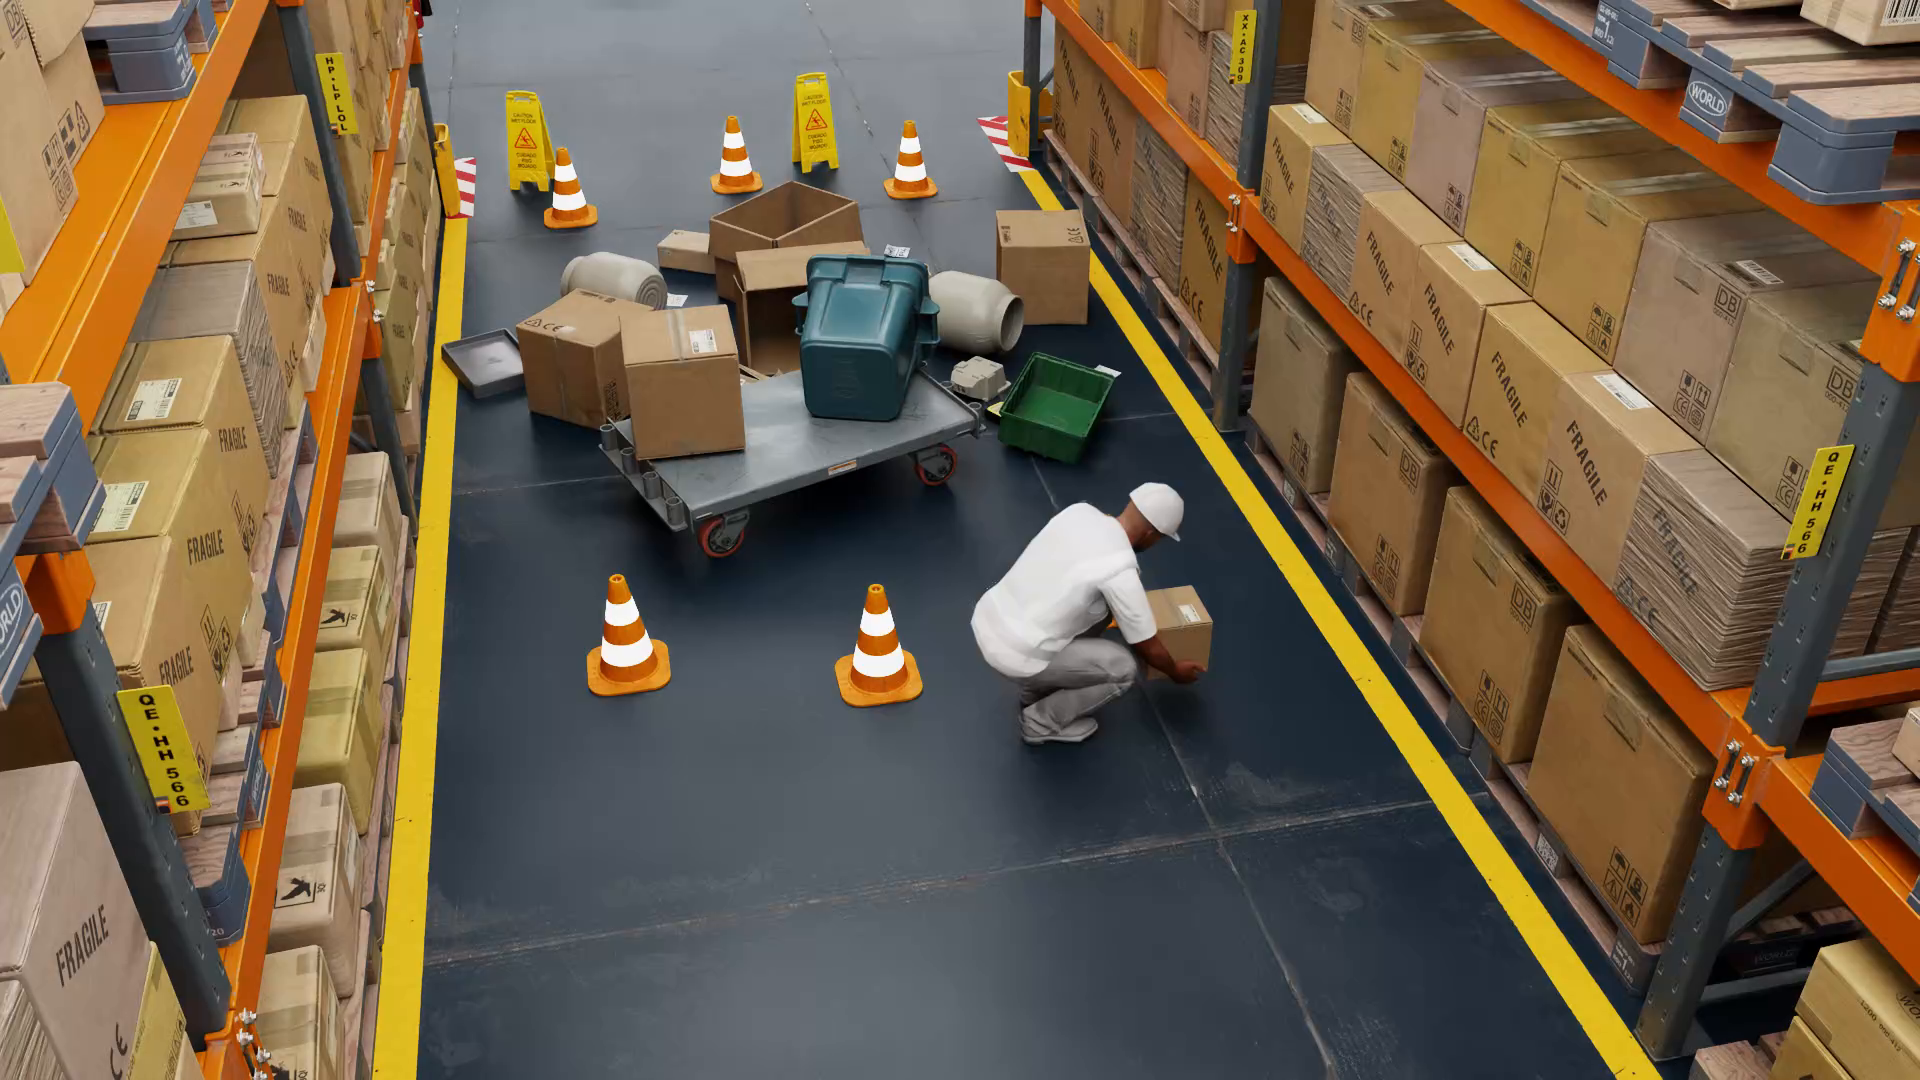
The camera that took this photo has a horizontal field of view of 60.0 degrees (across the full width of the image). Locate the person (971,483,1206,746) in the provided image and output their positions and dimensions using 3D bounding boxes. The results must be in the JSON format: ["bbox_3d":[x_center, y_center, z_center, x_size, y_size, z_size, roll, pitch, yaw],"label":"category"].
[{"bbox_3d":[0.492,0.258,6.436,0.895,0.996,0.586,-7,35,-10],"label":"person"}]
